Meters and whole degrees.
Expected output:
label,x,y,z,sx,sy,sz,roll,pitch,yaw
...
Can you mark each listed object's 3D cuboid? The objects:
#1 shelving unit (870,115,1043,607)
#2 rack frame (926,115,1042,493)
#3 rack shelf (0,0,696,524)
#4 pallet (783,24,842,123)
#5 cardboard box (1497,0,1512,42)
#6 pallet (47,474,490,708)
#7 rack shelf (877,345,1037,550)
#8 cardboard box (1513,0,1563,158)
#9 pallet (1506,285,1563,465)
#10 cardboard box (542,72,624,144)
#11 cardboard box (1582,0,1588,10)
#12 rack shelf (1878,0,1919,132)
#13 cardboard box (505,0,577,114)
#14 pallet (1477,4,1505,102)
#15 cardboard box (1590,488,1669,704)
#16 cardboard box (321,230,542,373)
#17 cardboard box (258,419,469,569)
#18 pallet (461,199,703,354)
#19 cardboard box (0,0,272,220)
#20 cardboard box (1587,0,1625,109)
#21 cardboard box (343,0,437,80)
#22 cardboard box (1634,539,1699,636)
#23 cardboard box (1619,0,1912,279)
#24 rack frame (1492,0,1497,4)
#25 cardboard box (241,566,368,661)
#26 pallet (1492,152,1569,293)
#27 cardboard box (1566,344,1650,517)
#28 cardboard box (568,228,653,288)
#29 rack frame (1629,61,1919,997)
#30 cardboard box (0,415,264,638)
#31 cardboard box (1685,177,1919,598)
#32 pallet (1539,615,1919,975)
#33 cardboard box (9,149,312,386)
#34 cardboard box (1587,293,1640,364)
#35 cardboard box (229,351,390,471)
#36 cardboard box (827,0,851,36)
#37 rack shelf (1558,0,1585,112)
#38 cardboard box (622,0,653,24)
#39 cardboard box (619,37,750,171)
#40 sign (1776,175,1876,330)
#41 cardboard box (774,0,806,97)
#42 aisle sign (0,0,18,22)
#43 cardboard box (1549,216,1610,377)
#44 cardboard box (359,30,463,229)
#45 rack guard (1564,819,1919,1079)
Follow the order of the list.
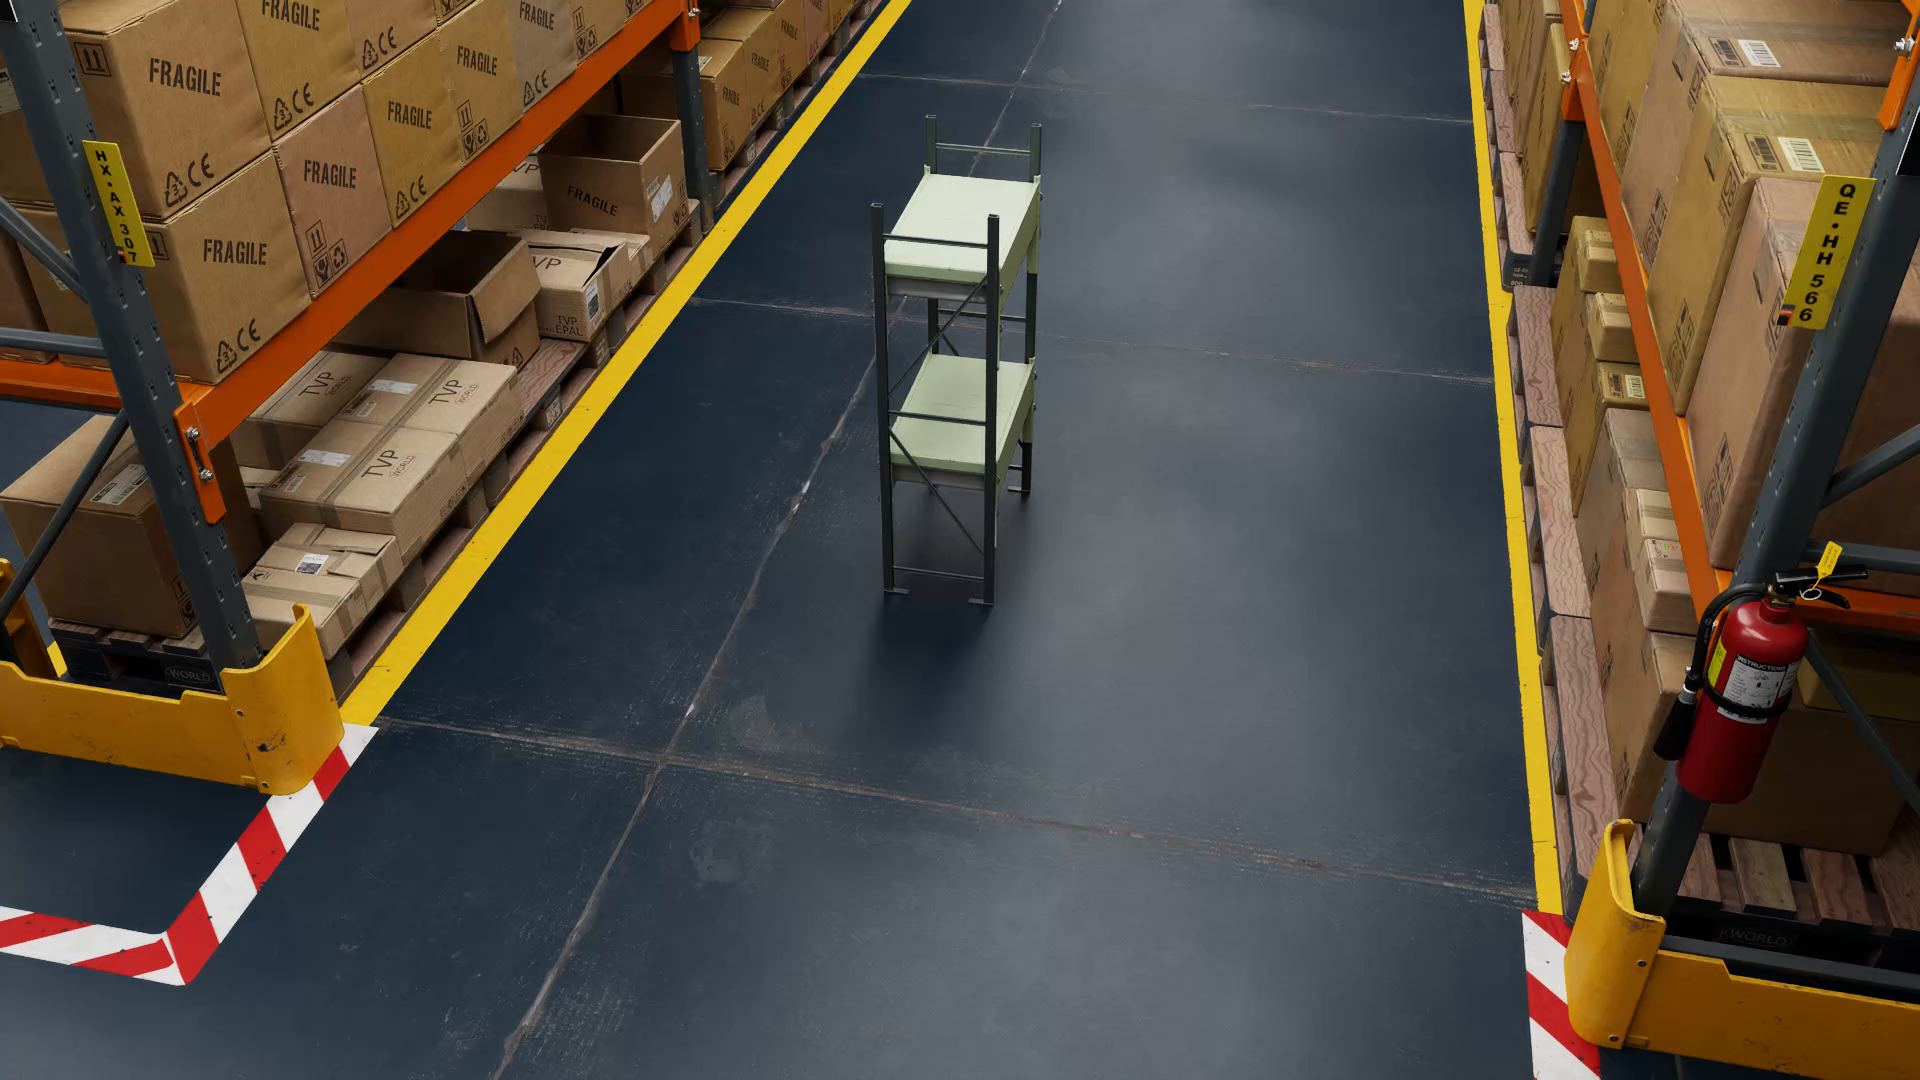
label,x,y,z,sx,sy,sz,roll,pitch,yaw
shelving unit,0.001,-0.611,5.815,0.431,1.500,0.755,7,37,10
rack frame,0.080,-0.821,6.105,0.400,1.500,0.023,7,37,10
rack shelf,-2.176,-1.397,6.235,1.077,0.370,4.000,7,37,10
pallet,-1.353,-2.879,10.042,1.003,0.211,1.213,7,37,10
cardboard box,3.661,-3.404,9.865,0.750,0.750,0.750,7,36,9
pallet,-2.417,0.086,5.951,1.003,0.211,1.213,7,37,10
rack shelf,0.001,-0.347,6.006,0.431,0.370,0.720,7,37,10
cardboard box,3.291,-2.415,8.500,0.750,0.750,0.750,8,37,11
pallet,2.853,-0.661,6.982,1.003,0.211,1.213,7,37,10
cardboard box,-1.923,-2.320,8.650,0.500,0.500,0.500,7,37,10
cardboard box,2.887,-2.352,7.136,0.380,0.149,0.250,8,37,10
rack shelf,2.665,-1.993,4.501,1.077,0.370,4.000,7,37,10
cardboard box,-1.821,-1.966,6.322,0.500,0.500,0.500,8,37,11
pallet,3.704,-2.938,10.124,1.003,0.211,1.213,7,37,10
cardboard box,2.396,0.218,5.165,0.700,0.500,0.500,7,37,10
cardboard box,-2.145,-0.925,6.722,0.797,0.503,0.637,7,37,10
cardboard box,-2.103,-0.170,5.896,0.500,0.250,0.500,7,37,10
pallet,-1.896,-1.312,7.881,1.003,0.211,1.213,7,37,10
cardboard box,-2.250,-1.209,4.424,0.500,0.500,0.500,8,37,11
cardboard box,2.960,-2.029,6.238,0.980,0.700,0.700,8,37,11
cardboard box,-2.034,-1.796,5.234,0.500,0.500,0.500,8,37,11
cardboard box,2.139,0.146,4.712,0.380,0.149,0.250,7,37,9
cardboard box,2.653,-1.193,5.084,0.980,0.700,0.700,6,36,8
rack frame,3.946,-4.510,9.916,1.000,3.000,0.127,7,37,10
cardboard box,-2.178,0.237,5.421,0.380,0.149,0.250,7,37,10
pallet,3.183,-1.539,8.194,1.003,0.211,1.213,7,37,10
cardboard box,2.610,-0.377,5.986,0.700,0.500,0.500,8,37,11
cardboard box,-1.614,-1.274,7.507,0.380,0.149,0.250,7,37,10
rack frame,2.237,0.077,3.588,1.000,3.000,0.127,7,37,10
cardboard box,-2.727,-0.051,5.519,0.500,0.500,0.500,7,37,10
cardboard box,2.337,-0.338,3.905,0.980,0.700,0.700,9,37,12
pallet,2.332,0.738,5.052,1.003,0.211,1.213,7,37,10
cardboard box,-2.250,-0.804,4.718,0.500,0.500,0.500,8,37,11
cardboard box,2.469,-0.748,5.946,0.380,0.149,0.250,6,36,9
cardboard box,-2.495,-0.490,6.339,0.500,0.250,0.500,7,37,10
cardboard box,-0.975,-3.432,10.185,0.500,0.500,0.500,6,36,8
rack shelf,3.519,-3.072,8.545,1.077,0.370,4.000,7,37,10
cardboard box,-1.604,-2.557,7.137,0.500,0.500,0.500,8,37,11
cardboard box,-1.407,-2.248,8.551,0.500,0.500,0.500,6,36,8
sign,1.710,-0.564,3.284,0.100,0.325,0.005,7,37,10
cardboard box,-1.190,-2.841,9.369,0.500,0.500,0.500,8,37,11
aisle sign,-2.330,-1.519,3.574,0.394,0.787,0.004,7,37,10
cardboard box,2.832,-0.958,6.789,0.700,0.500,0.500,8,37,11
cardboard box,-2.035,-1.388,5.523,0.500,0.500,0.500,7,37,10
rack guard,2.232,1.103,4.303,1.175,0.500,0.348,7,37,10
